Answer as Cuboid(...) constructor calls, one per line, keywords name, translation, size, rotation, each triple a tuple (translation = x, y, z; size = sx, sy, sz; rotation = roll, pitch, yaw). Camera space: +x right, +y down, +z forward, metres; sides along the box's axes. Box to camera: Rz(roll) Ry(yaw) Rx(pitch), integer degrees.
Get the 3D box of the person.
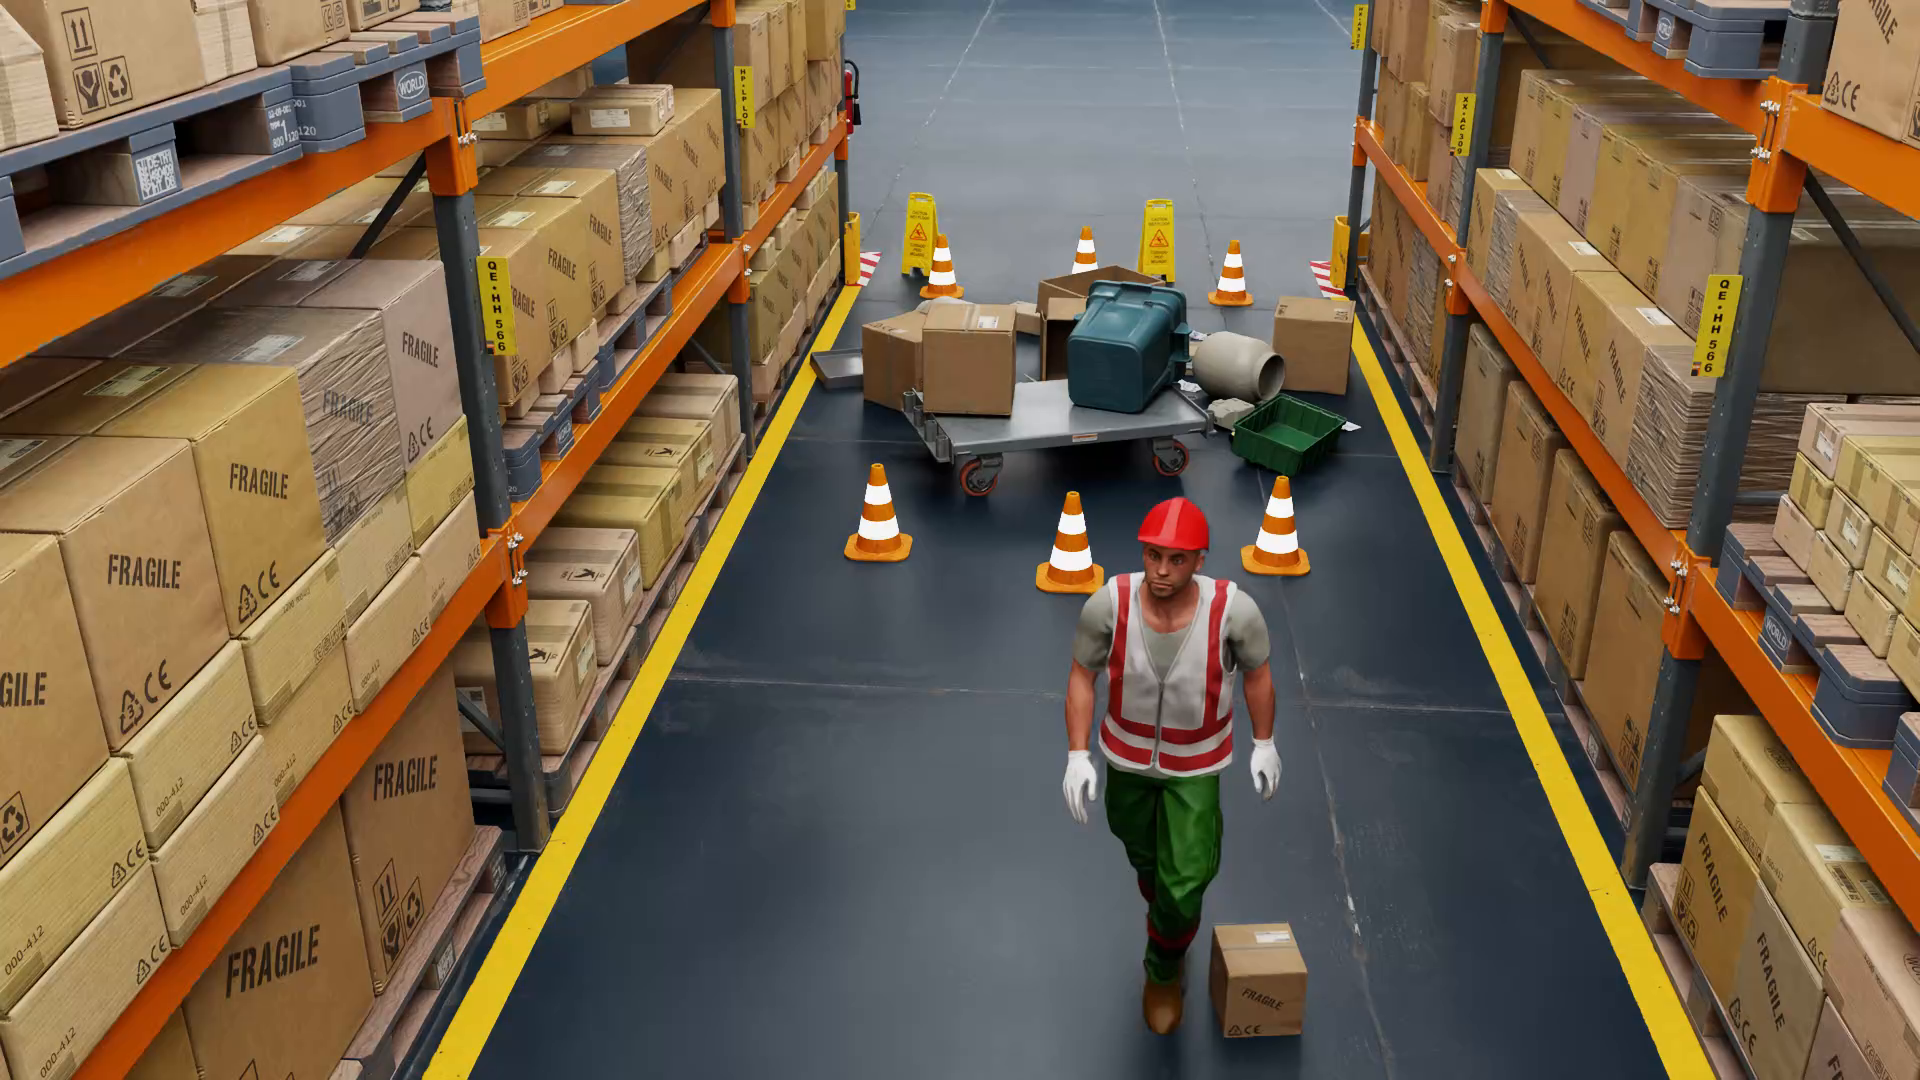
Cuboid(name="person", translation=(0.653, 0.794, 5.150), size=(0.638, 1.574, 0.618), rotation=(8, 26, 17))
